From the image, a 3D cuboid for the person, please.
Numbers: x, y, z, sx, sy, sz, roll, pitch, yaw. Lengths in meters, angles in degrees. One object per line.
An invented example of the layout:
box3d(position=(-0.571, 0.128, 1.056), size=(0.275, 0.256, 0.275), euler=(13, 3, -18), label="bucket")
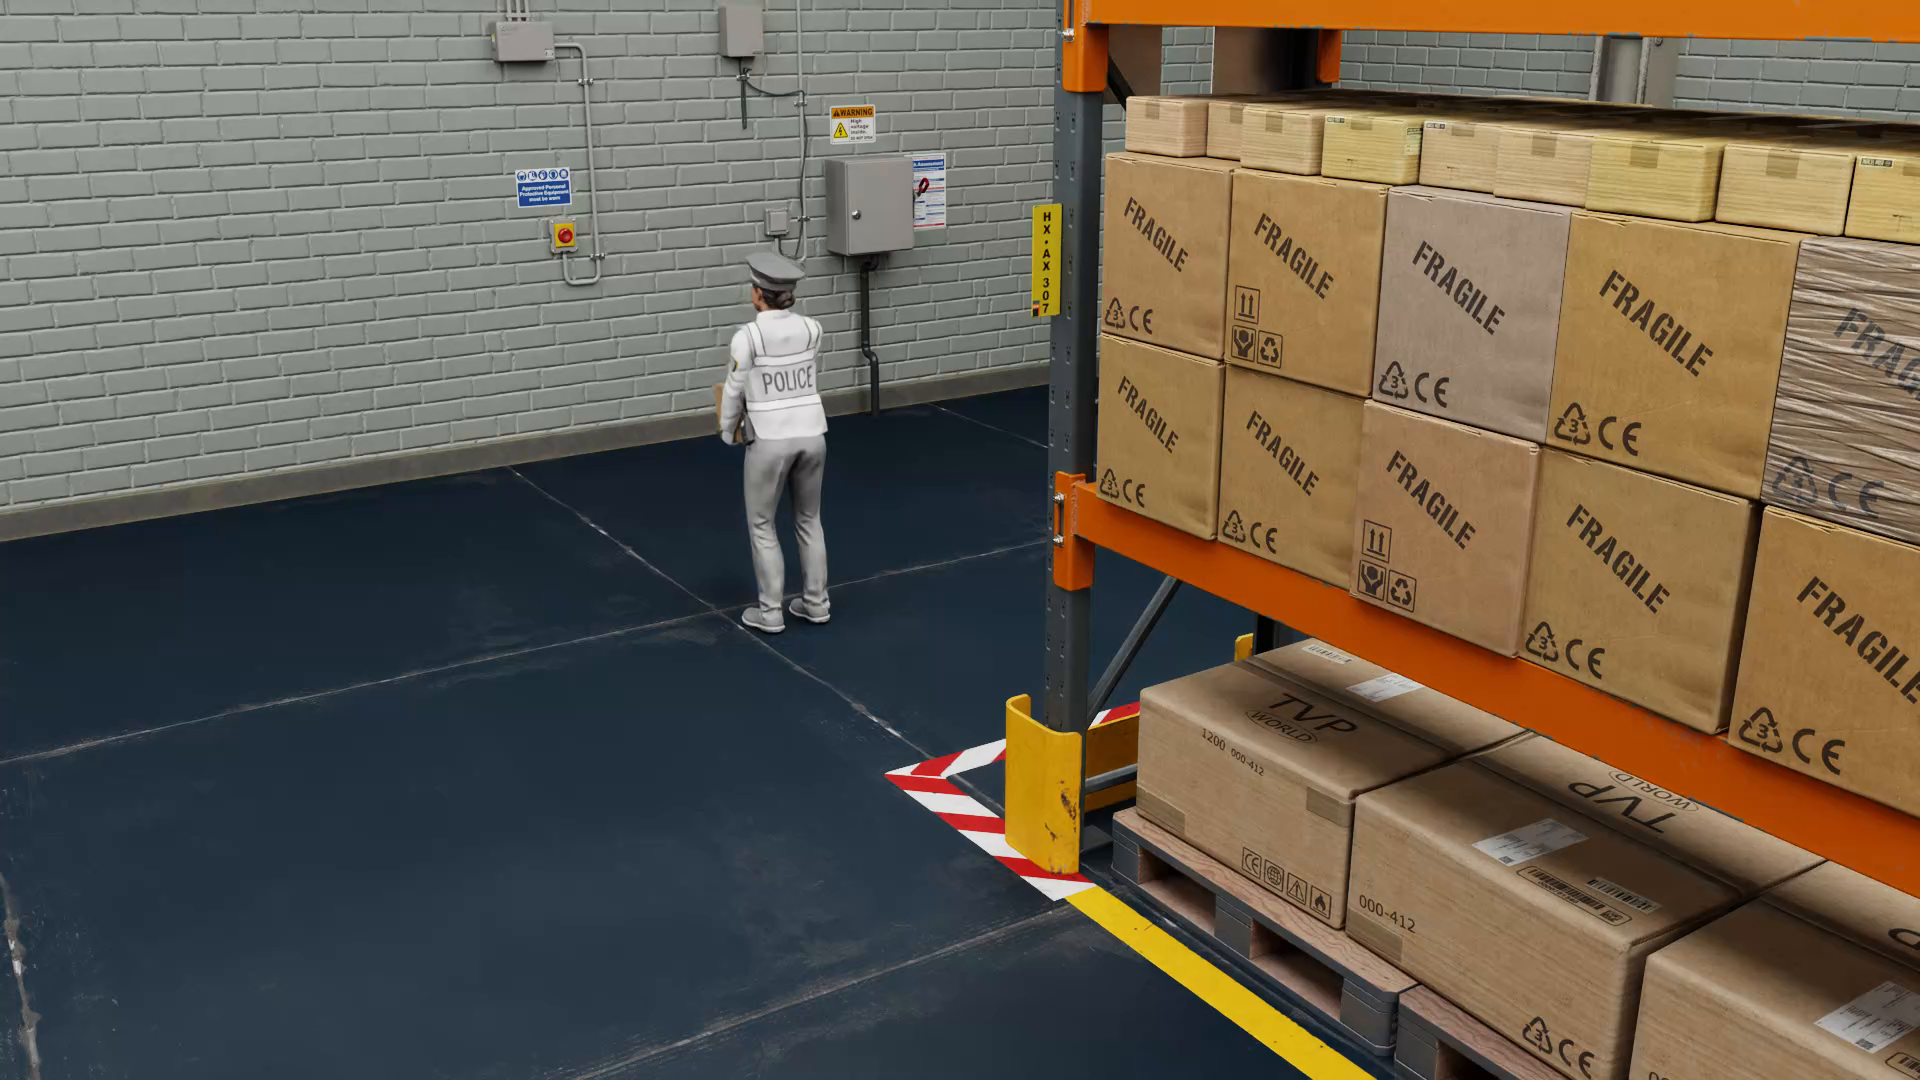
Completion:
box3d(position=(-0.834, -0.439, 7.372), size=(0.416, 1.684, 0.530), euler=(-12, 22, -32), label="person")
